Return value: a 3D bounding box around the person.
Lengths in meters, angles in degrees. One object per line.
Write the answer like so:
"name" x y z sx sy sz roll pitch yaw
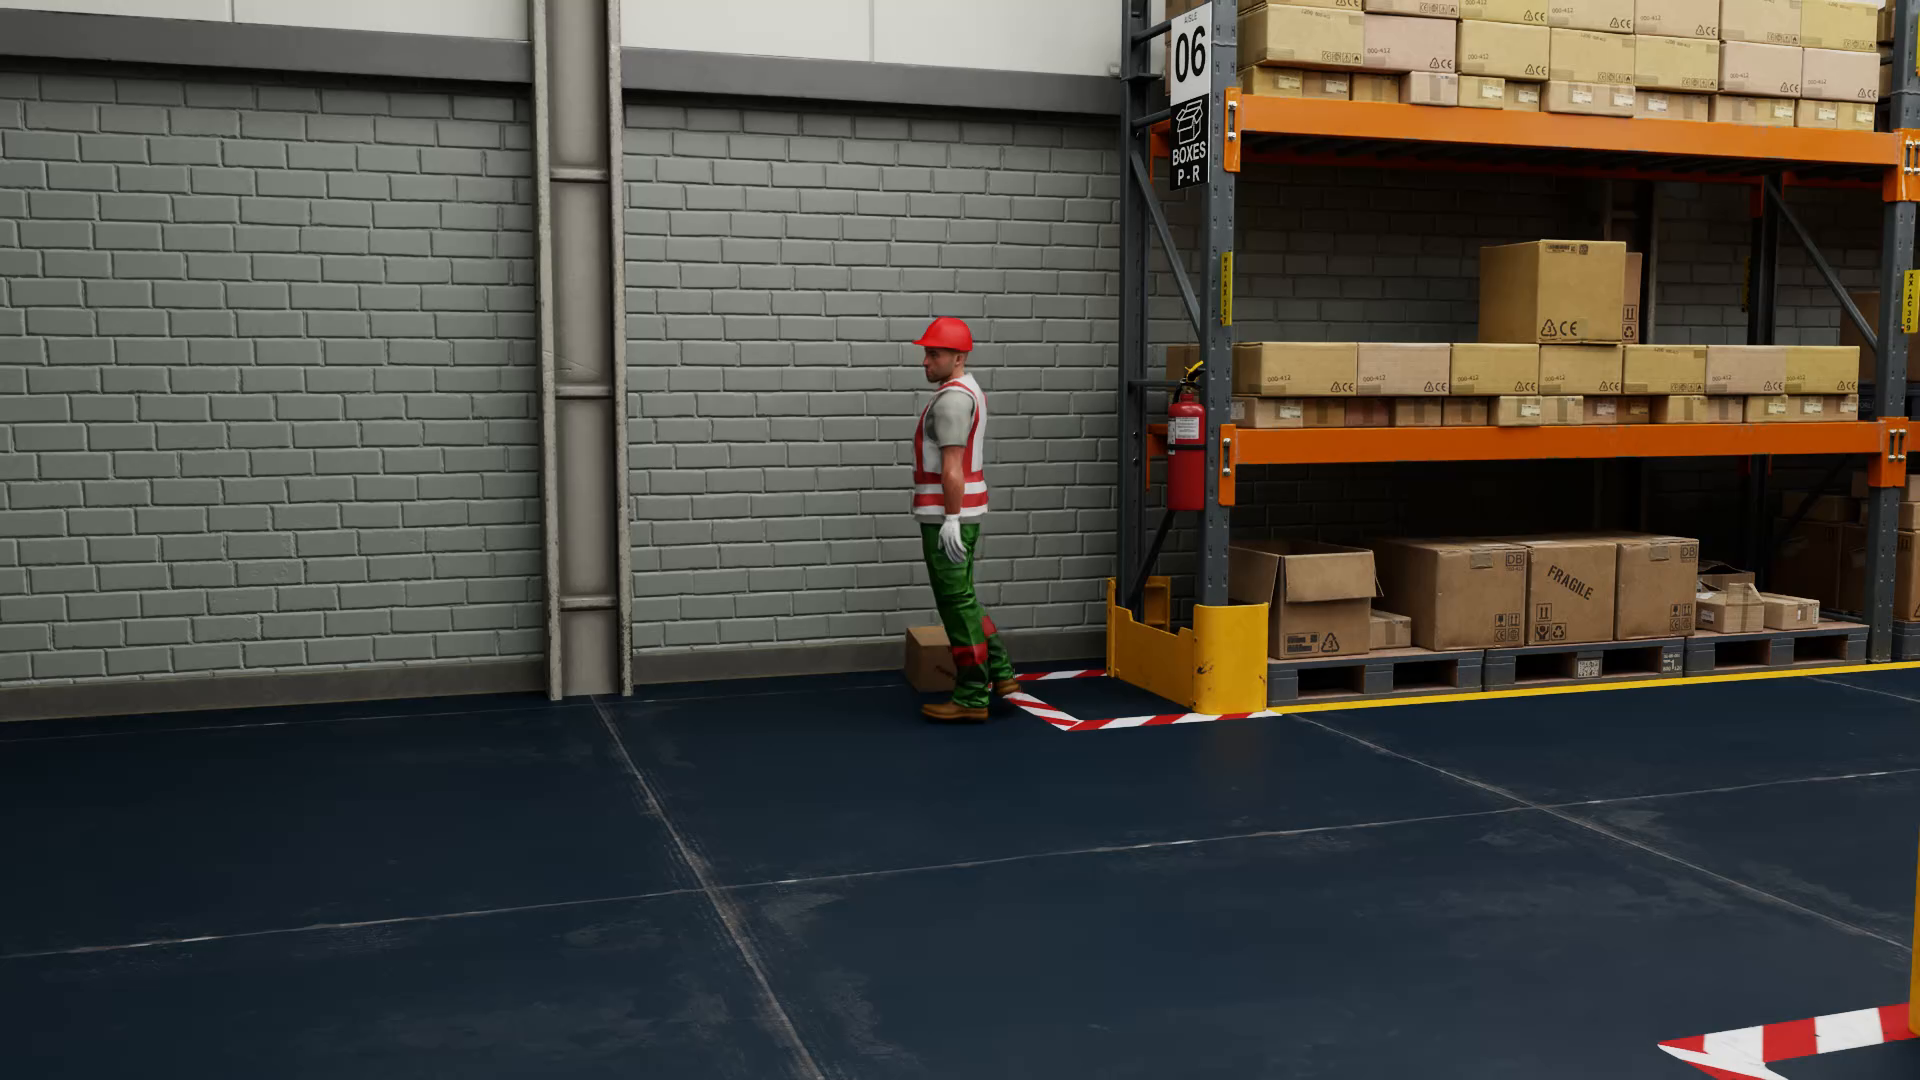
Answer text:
"person" 0.015 -0.094 7.418 0.469 1.782 0.693 1 6 12
